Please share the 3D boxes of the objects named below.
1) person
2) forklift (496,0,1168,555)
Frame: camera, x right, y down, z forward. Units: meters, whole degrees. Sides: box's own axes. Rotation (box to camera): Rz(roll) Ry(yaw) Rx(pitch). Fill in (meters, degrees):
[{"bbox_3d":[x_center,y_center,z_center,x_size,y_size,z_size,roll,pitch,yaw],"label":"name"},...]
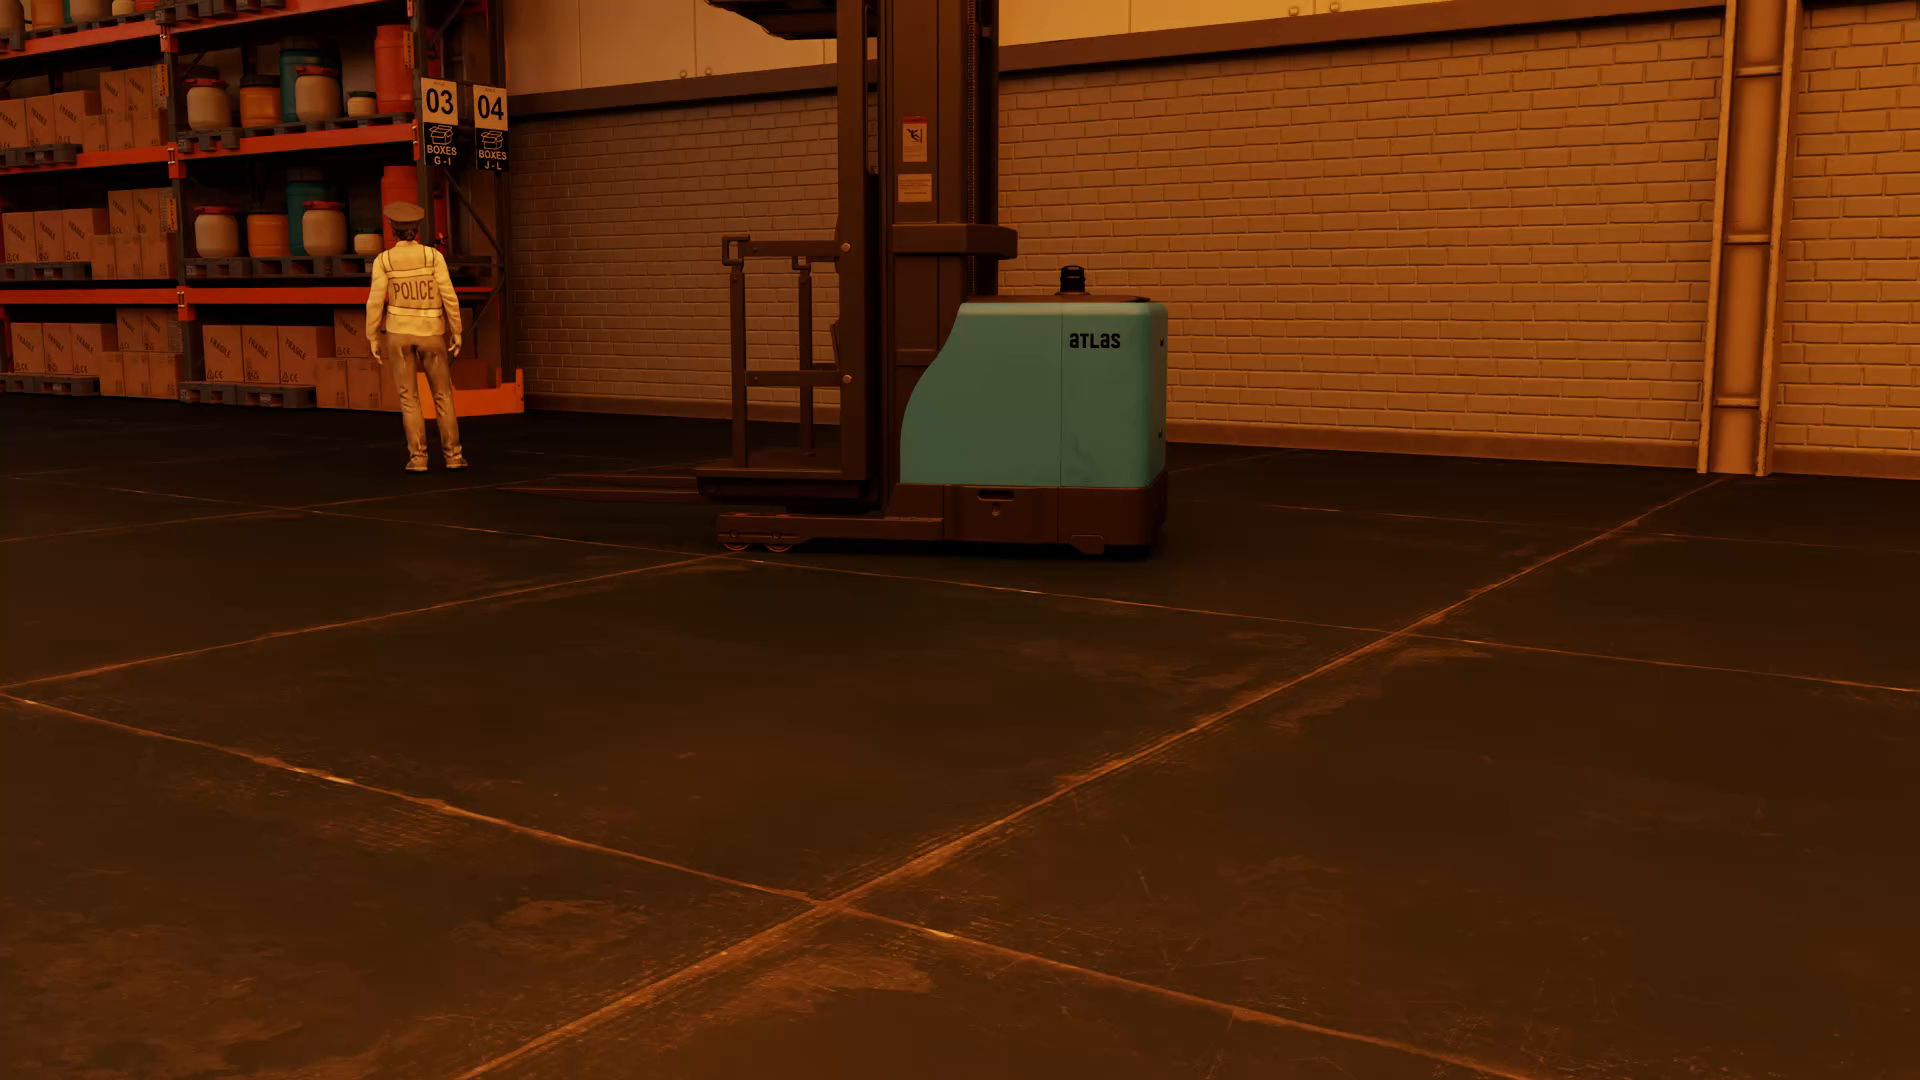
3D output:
[{"bbox_3d":[-3.447,-1.279,10.526,0.587,1.694,0.530,-3,9,-19],"label":"person"},{"bbox_3d":[-0.596,-1.469,7.520,3.031,2.935,1.130,2,8,12],"label":"forklift"}]
